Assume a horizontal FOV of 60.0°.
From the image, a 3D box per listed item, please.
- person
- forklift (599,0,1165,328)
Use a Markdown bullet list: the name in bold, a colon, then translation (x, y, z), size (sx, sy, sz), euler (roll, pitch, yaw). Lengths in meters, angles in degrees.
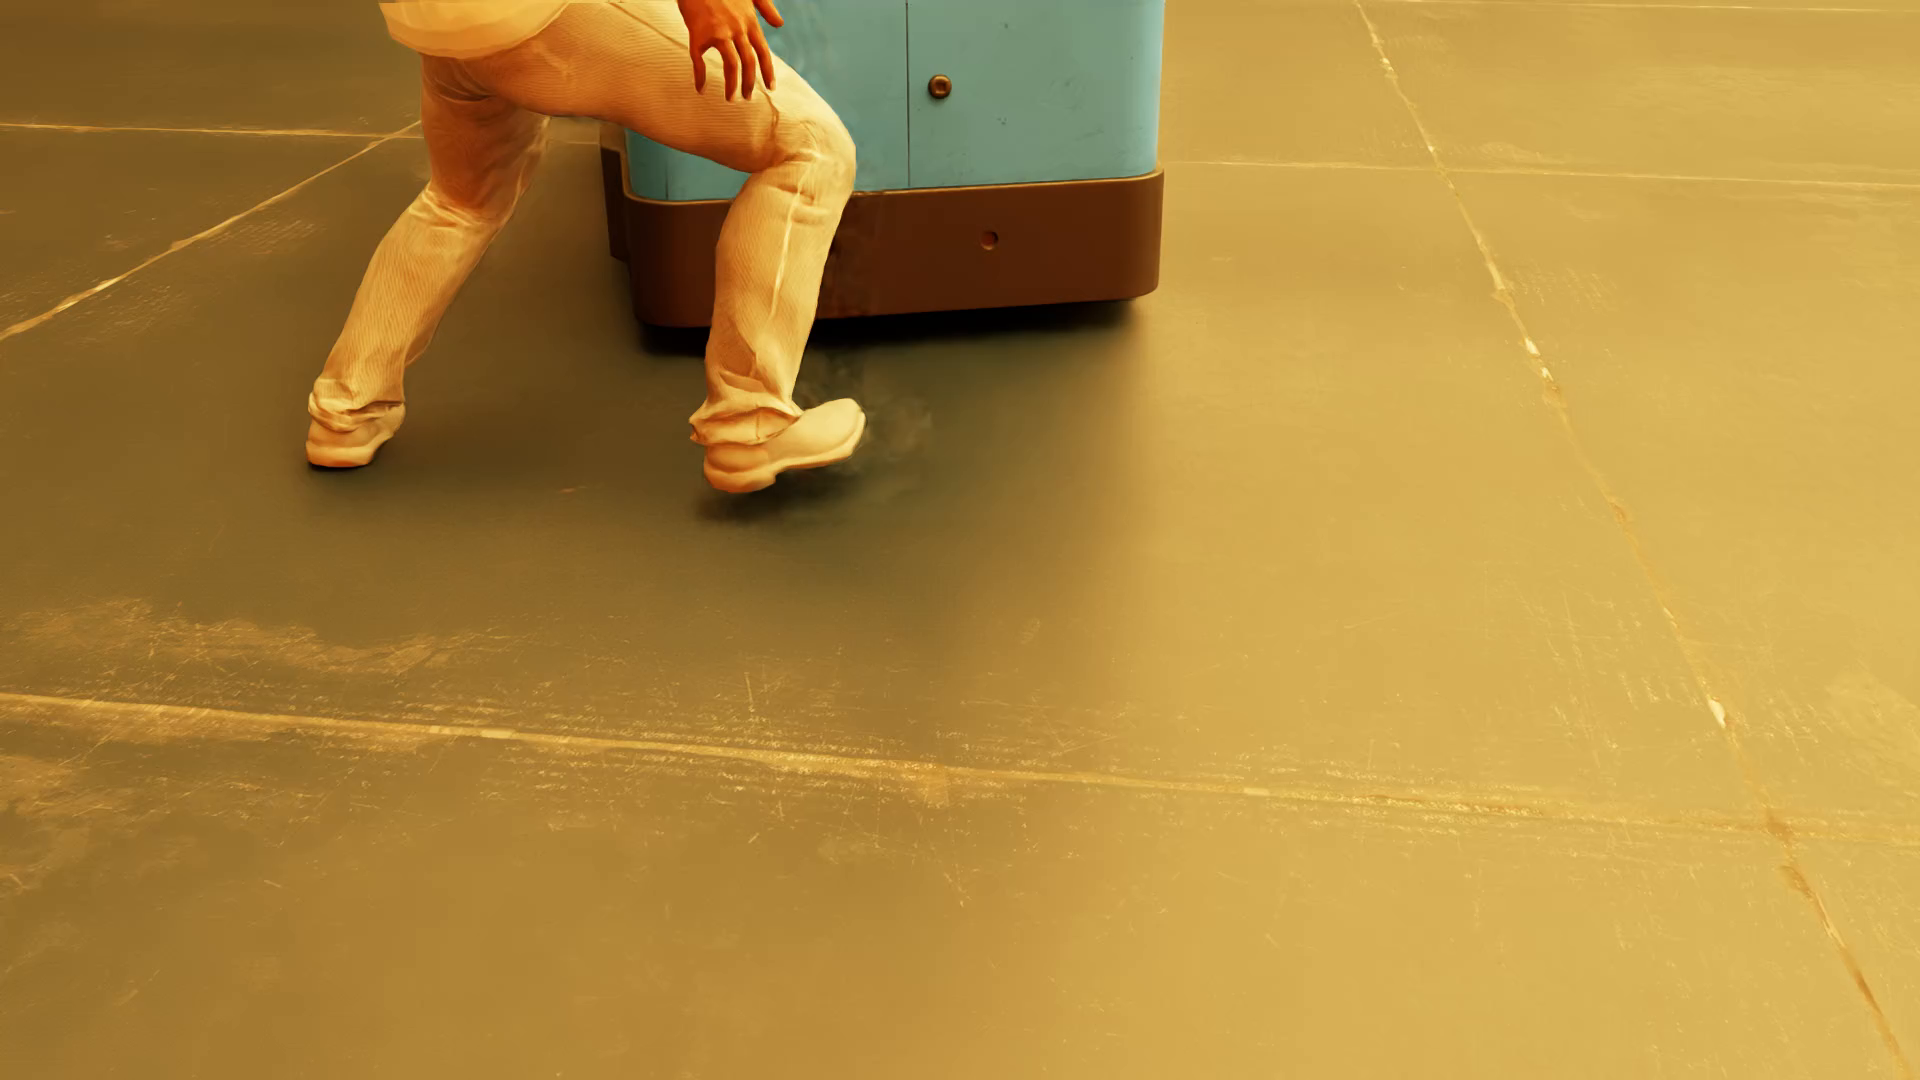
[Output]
- **person**: translation (-0.658, -0.852, 2.435), size (0.719, 1.632, 1.020), euler (-19, 32, -33)
- **forklift**: translation (-0.398, -2.347, 3.921), size (1.130, 2.935, 3.031), euler (-5, 27, -10)
